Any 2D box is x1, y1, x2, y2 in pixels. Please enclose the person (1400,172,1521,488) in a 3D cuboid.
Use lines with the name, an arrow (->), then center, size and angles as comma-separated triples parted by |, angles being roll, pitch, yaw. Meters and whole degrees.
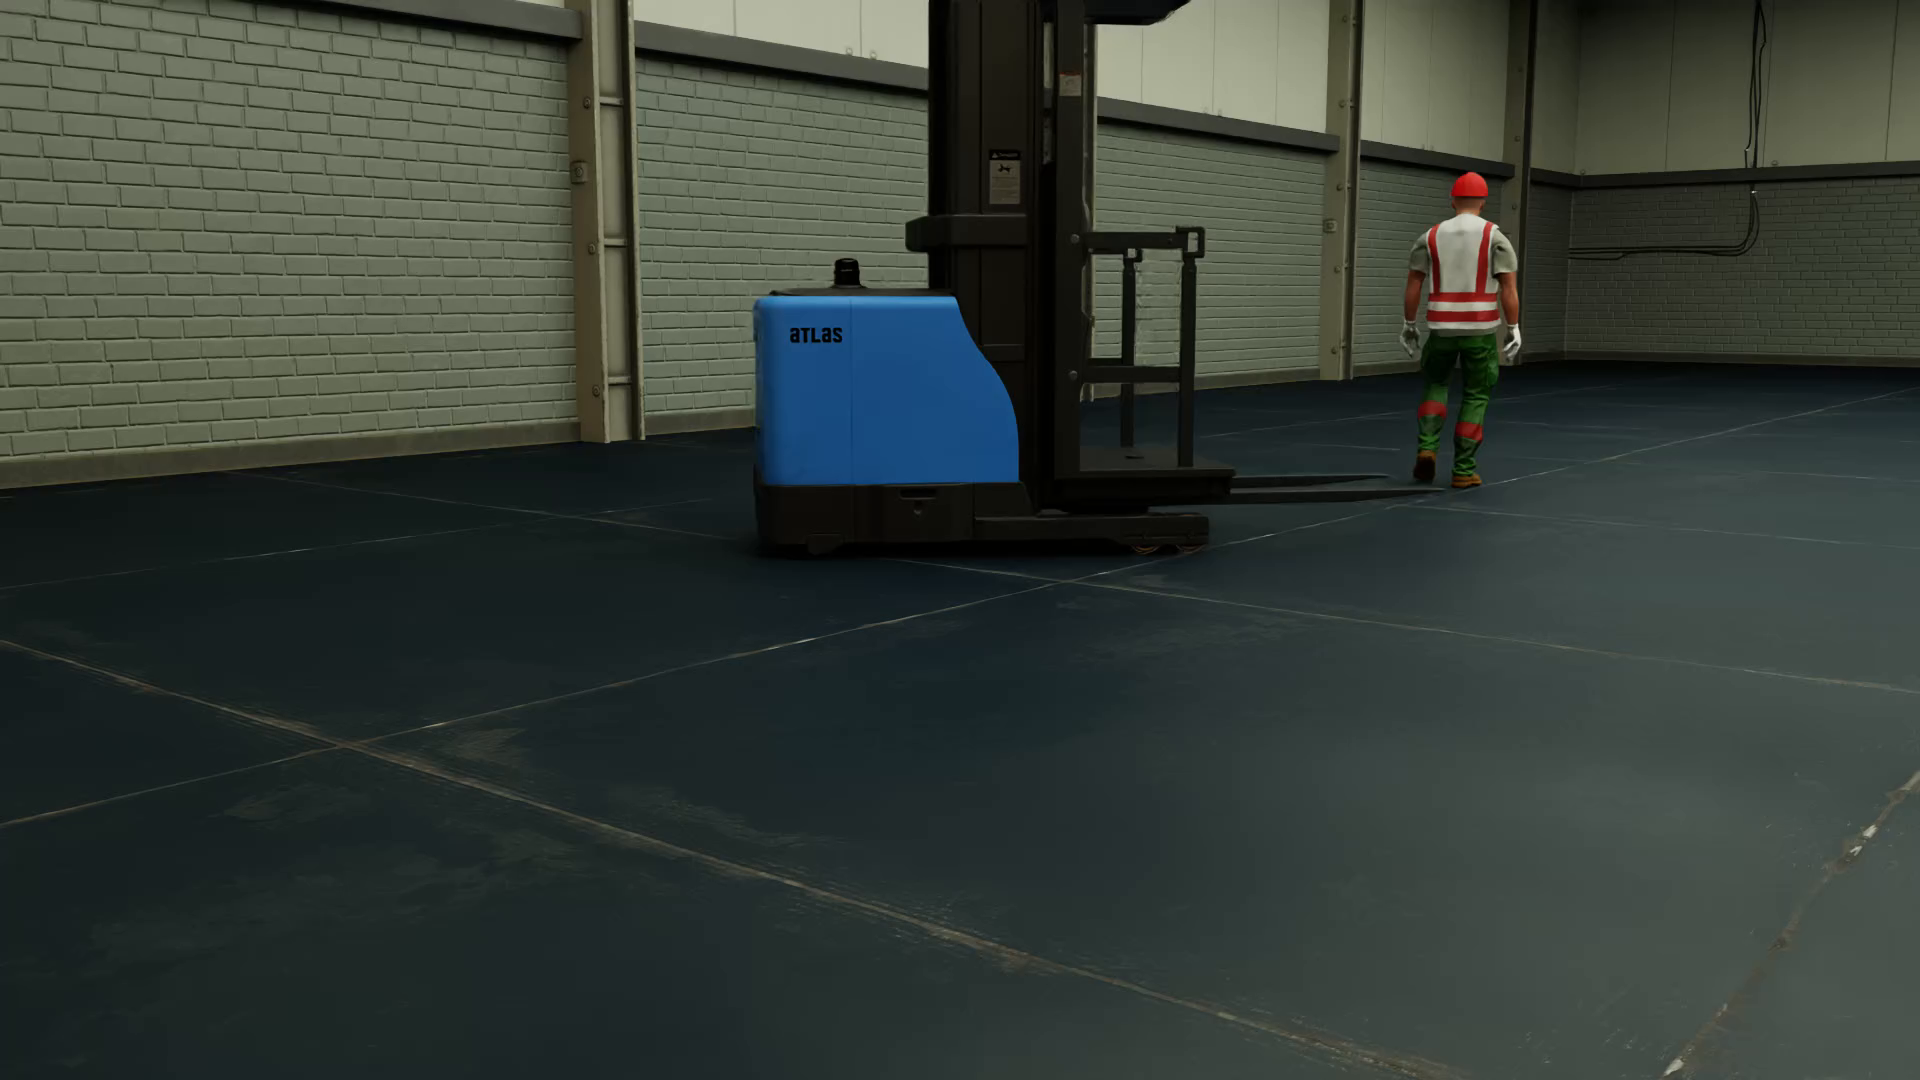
person -> 2.880, -1.195, 9.520 | 0.673, 1.781, 0.475 | 5, 10, 30

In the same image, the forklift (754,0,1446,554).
forklift -> 0.613, -1.467, 7.305 | 3.031, 2.935, 1.130 | -1, 8, -9
